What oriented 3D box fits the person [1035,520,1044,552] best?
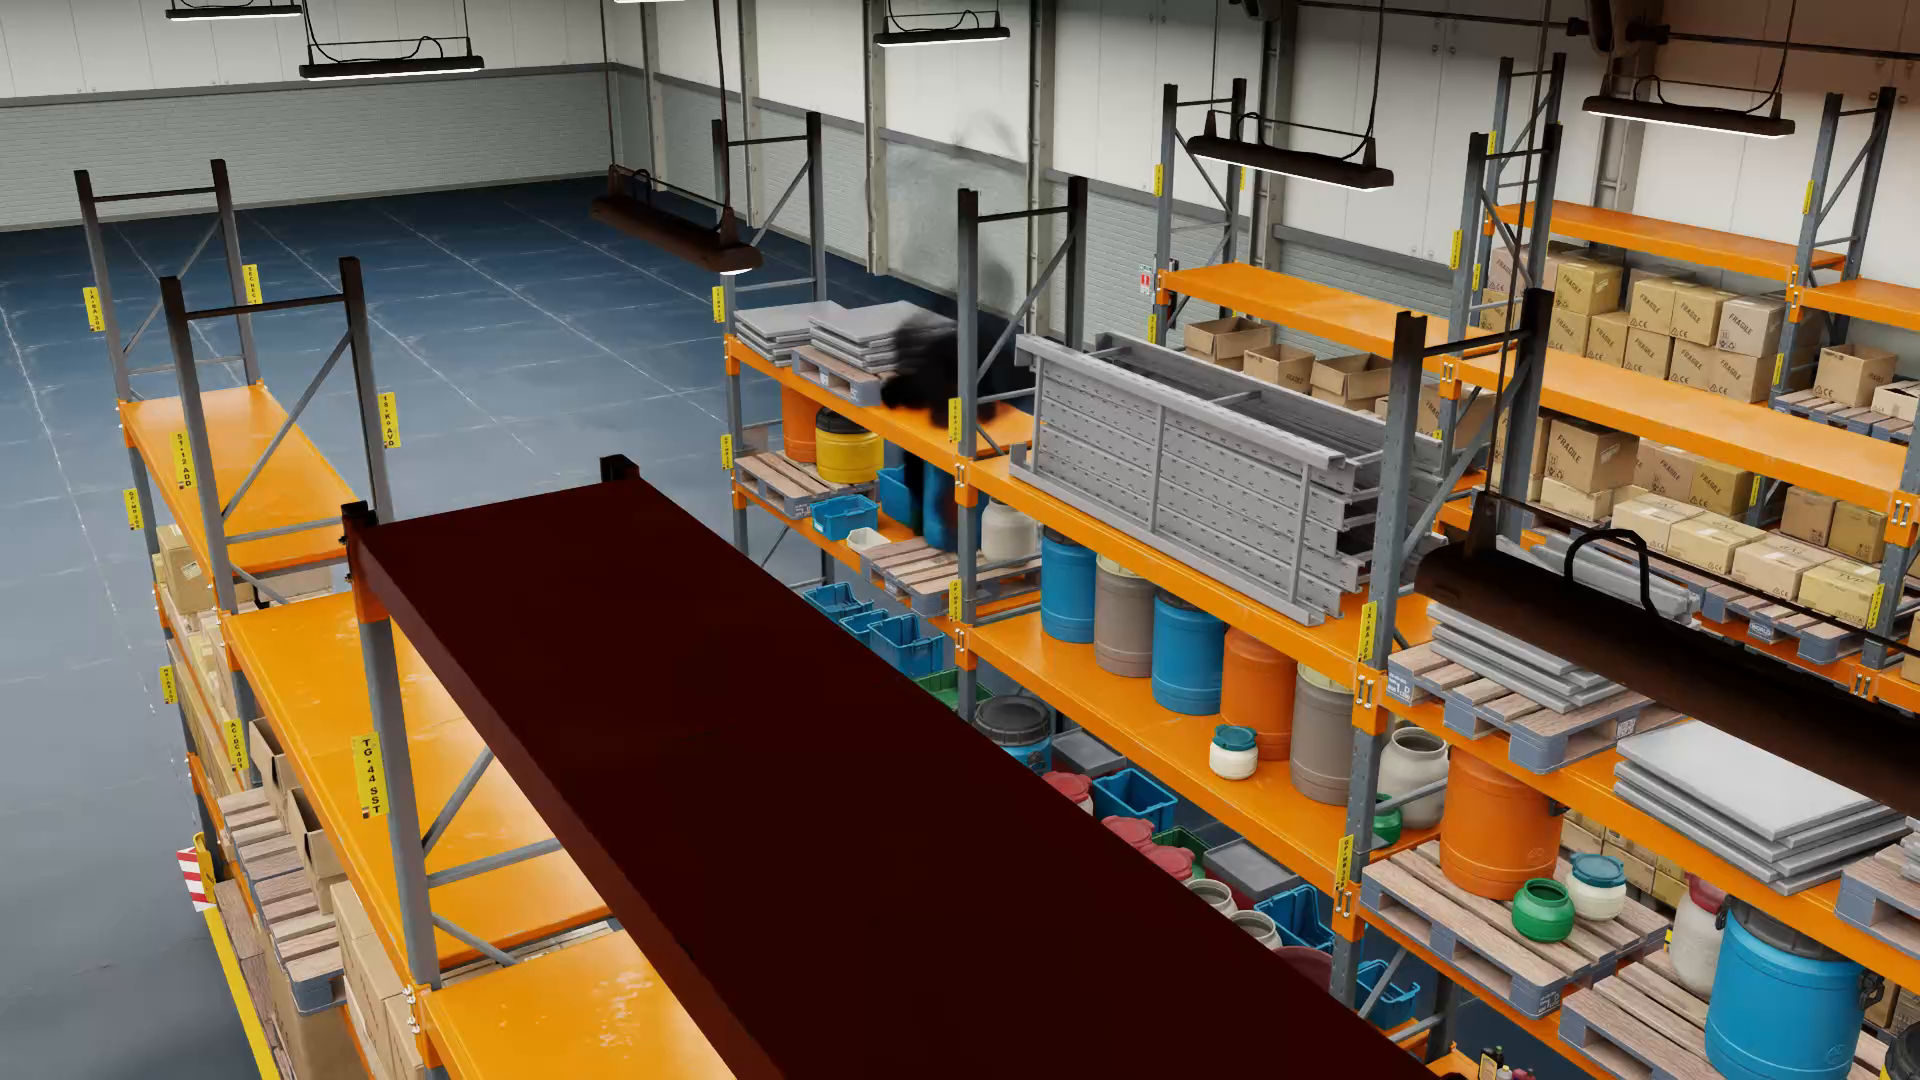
[{"bbox_3d":[0.955,-0.292,19.938,0.612,1.660,0.641,2,22,4],"label":"person"}]
